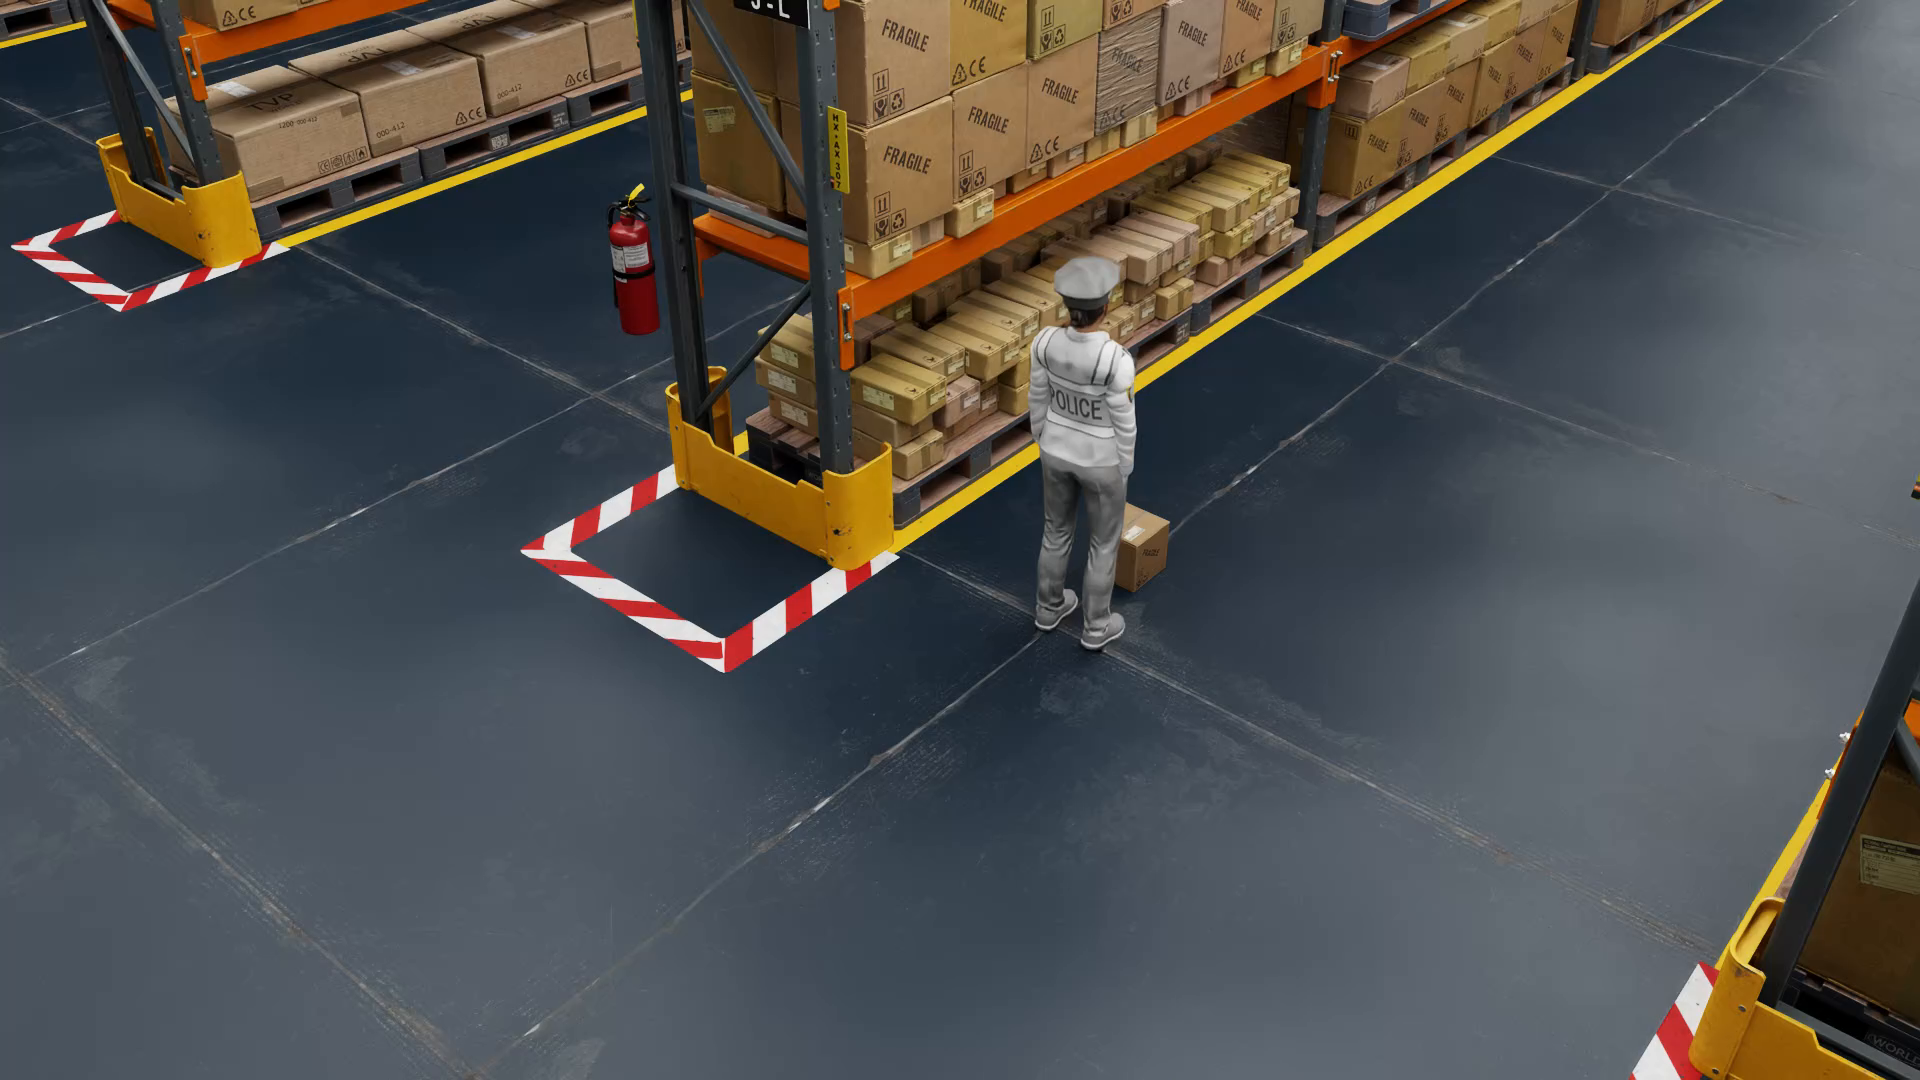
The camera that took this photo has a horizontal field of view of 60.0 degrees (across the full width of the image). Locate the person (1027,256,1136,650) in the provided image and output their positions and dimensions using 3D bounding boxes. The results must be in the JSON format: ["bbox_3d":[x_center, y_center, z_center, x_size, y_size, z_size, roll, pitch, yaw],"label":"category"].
[{"bbox_3d":[0.490,-0.328,6.619,0.469,1.684,0.329,20,40,26],"label":"person"}]
